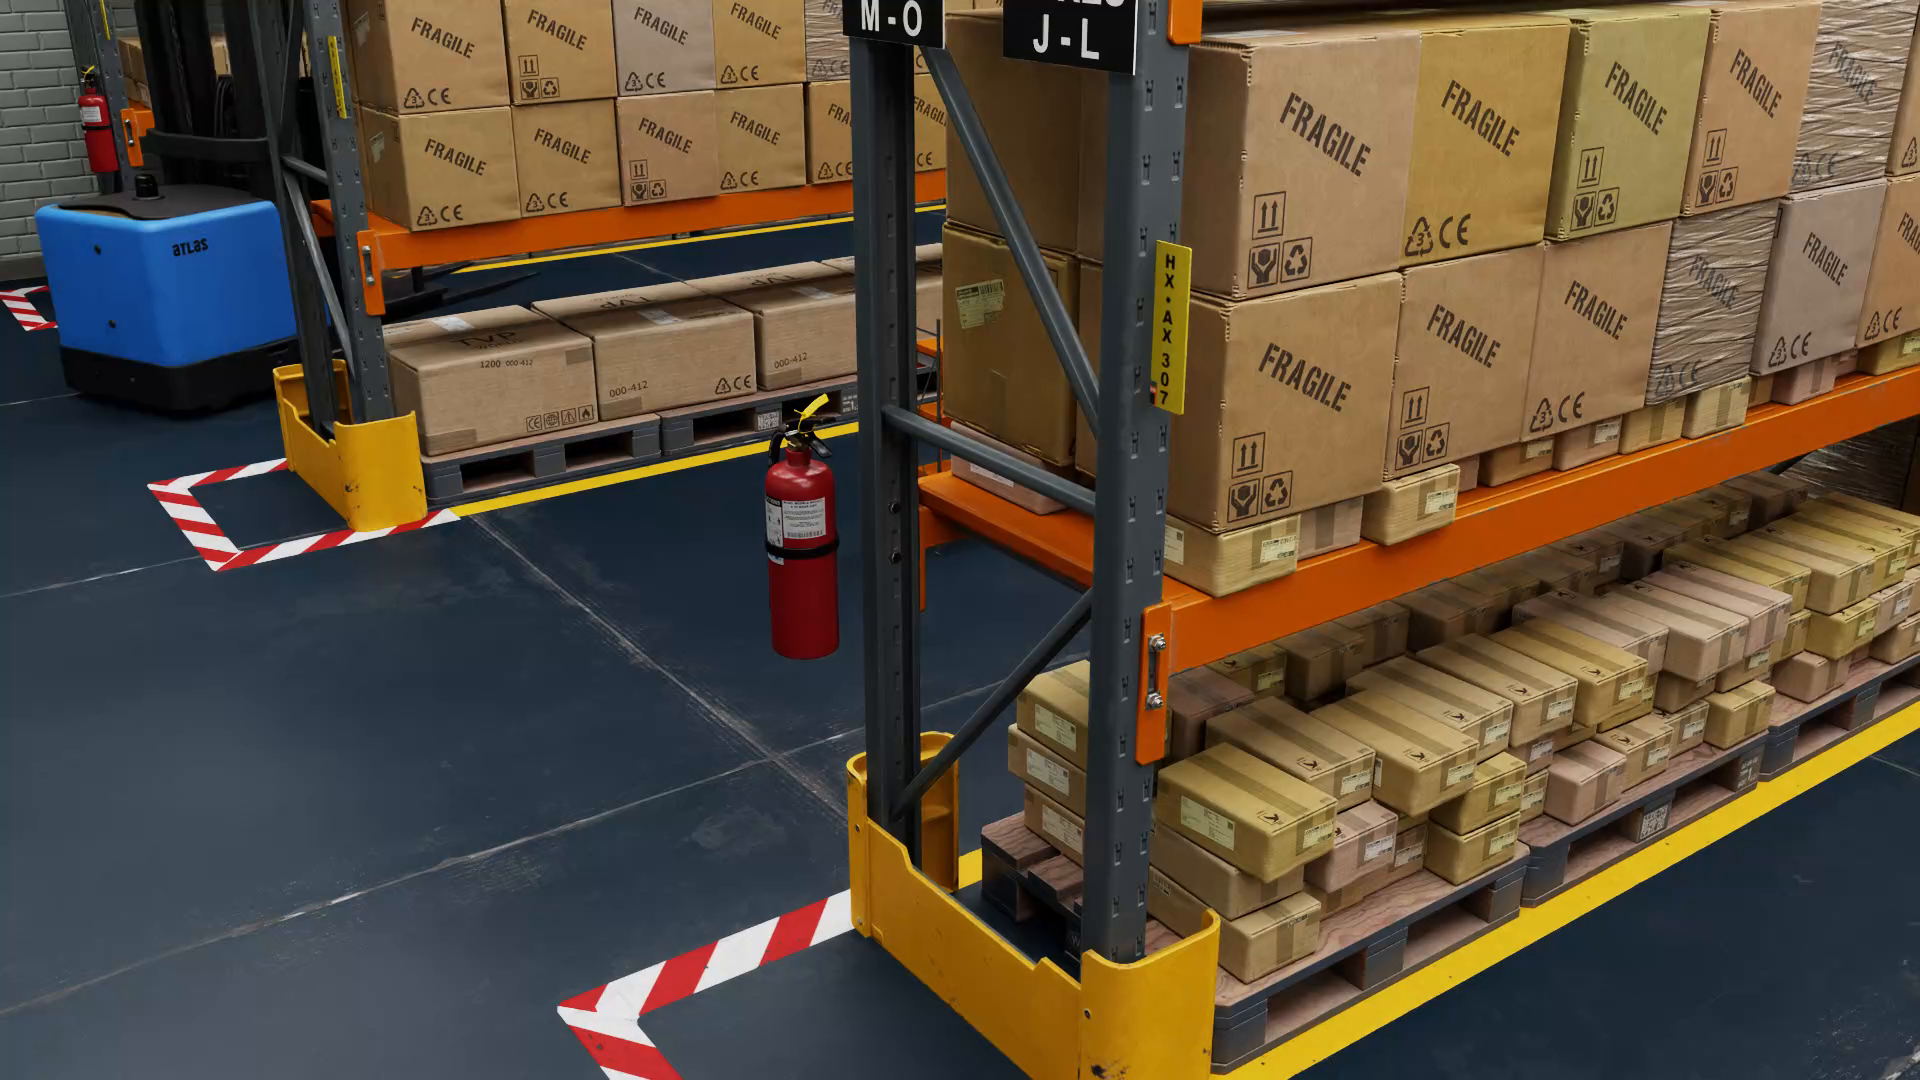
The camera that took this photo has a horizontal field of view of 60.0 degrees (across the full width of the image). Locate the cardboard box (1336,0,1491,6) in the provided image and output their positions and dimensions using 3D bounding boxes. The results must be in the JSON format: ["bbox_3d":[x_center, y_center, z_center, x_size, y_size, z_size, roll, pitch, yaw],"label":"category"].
[{"bbox_3d":[1.140,-1.217,4.513,0.500,0.500,0.500,-13,25,-30],"label":"cardboard box"}]

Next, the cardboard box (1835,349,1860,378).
[{"bbox_3d":[2.591,-0.622,5.248,0.250,0.149,0.380,-16,27,-34],"label":"cardboard box"}]

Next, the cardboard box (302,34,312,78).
[{"bbox_3d":[-4.445,-3.434,11.757,0.500,0.250,0.500,-16,26,-34],"label":"cardboard box"}]

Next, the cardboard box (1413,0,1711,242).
[{"bbox_3d":[1.446,-1.052,4.101,0.500,0.500,0.500,-16,27,-34],"label":"cardboard box"}]

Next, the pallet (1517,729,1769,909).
[{"bbox_3d":[1.817,0.682,5.403,1.213,0.211,1.003,-15,26,-33],"label":"pallet"}]

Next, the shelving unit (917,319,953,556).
[{"bbox_3d":[-0.043,-0.476,7.173,0.252,1.050,0.215,-15,26,-33],"label":"shelving unit"}]

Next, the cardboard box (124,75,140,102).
[{"bbox_3d":[-5.677,-3.165,11.619,0.250,0.149,0.380,-15,26,-33],"label":"cardboard box"}]

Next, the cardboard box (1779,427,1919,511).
[{"bbox_3d":[3.786,-0.305,6.919,0.500,0.500,0.500,-16,26,-34],"label":"cardboard box"}]

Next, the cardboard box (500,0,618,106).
[{"bbox_3d":[-1.916,-2.279,7.577,0.500,0.500,0.500,-16,27,-34],"label":"cardboard box"}]

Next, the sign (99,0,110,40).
[{"bbox_3d":[-5.472,-3.368,10.621,0.005,0.325,0.100,-15,26,-33],"label":"sign"}]

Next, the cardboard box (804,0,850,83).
[{"bbox_3d":[-0.687,-2.607,8.400,0.500,0.500,0.500,-15,26,-32],"label":"cardboard box"}]

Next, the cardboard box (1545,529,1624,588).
[{"bbox_3d":[2.044,0.035,5.738,0.250,0.149,0.380,-14,26,-32],"label":"cardboard box"}]

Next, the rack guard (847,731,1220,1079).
[{"bbox_3d":[0.147,0.975,4.277,0.348,0.500,1.175,-15,26,-33],"label":"rack guard"}]

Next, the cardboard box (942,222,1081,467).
[{"bbox_3d":[0.300,-0.528,4.137,0.500,0.500,0.500,-14,26,-32],"label":"cardboard box"}]

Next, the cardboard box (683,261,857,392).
[{"bbox_3d":[-0.939,-1.210,9.271,0.875,0.438,0.875,-16,27,-34],"label":"cardboard box"}]

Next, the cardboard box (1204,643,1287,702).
[{"bbox_3d":[0.741,0.361,4.921,0.250,0.149,0.380,-16,27,-34],"label":"cardboard box"}]

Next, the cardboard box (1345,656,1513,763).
[{"bbox_3d":[1.295,0.482,4.618,0.250,0.149,0.380,-16,27,-35],"label":"cardboard box"}]

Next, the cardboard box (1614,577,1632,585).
[{"bbox_3d":[2.301,0.141,5.874,0.250,0.149,0.380,-17,27,-35],"label":"cardboard box"}]

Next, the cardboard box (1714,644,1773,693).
[{"bbox_3d":[2.386,0.331,5.398,0.250,0.149,0.380,-14,26,-32],"label":"cardboard box"}]

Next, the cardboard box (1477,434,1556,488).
[{"bbox_3d":[1.337,-0.282,4.395,0.250,0.149,0.380,-15,26,-33],"label":"cardboard box"}]

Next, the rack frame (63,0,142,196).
[{"bbox_3d":[-5.789,-3.129,11.190,0.127,3.000,1.000,-15,26,-33],"label":"rack frame"}]

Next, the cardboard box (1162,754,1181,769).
[{"bbox_3d":[0.591,0.581,4.771,0.250,0.149,0.380,-16,27,-34],"label":"cardboard box"}]

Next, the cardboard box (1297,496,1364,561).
[{"bbox_3d":[0.722,-0.091,3.917,0.250,0.149,0.380,-14,26,-31],"label":"cardboard box"}]

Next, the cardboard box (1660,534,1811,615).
[{"bbox_3d":[2.557,0.129,5.503,0.250,0.149,0.380,-14,26,-31],"label":"cardboard box"}]

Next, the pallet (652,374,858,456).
[{"bbox_3d":[-1.295,-0.800,9.118,1.213,0.211,1.003,-15,26,-33],"label":"pallet"}]

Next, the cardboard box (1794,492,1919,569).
[{"bbox_3d":[3.196,-0.027,5.894,0.250,0.149,0.380,-14,26,-31],"label":"cardboard box"}]

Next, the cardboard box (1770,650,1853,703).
[{"bbox_3d":[2.777,0.389,5.654,0.250,0.149,0.380,-16,27,-35],"label":"cardboard box"}]

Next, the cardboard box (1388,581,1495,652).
[{"bbox_3d":[1.452,0.226,5.260,0.250,0.149,0.380,-16,27,-35],"label":"cardboard box"}]

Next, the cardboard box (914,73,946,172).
[{"bbox_3d":[-0.282,-2.258,8.874,0.500,0.500,0.500,-16,27,-34],"label":"cardboard box"}]

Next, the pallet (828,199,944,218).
[{"bbox_3d":[-0.913,-3.153,15.012,1.213,0.211,1.003,-15,26,-33],"label":"pallet"}]

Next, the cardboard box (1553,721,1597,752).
[{"bbox_3d":[1.690,0.484,5.016,0.250,0.149,0.380,-13,25,-30],"label":"cardboard box"}]

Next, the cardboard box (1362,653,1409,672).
[{"bbox_3d":[1.181,0.393,5.244,0.250,0.149,0.380,-14,26,-32],"label":"cardboard box"}]

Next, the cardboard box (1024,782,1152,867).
[{"bbox_3d":[0.391,0.783,4.666,0.250,0.149,0.380,-14,26,-32],"label":"cardboard box"}]

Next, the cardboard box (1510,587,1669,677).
[{"bbox_3d":[1.914,0.298,5.079,0.250,0.149,0.380,-15,26,-33],"label":"cardboard box"}]

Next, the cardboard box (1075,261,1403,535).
[{"bbox_3d":[0.611,-0.368,3.734,0.500,0.500,0.500,-14,25,-30],"label":"cardboard box"}]

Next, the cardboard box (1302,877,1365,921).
[{"bbox_3d":[0.862,0.862,4.470,0.250,0.149,0.380,-15,26,-33],"label":"cardboard box"}]

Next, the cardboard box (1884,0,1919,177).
[{"bbox_3d":[2.692,-1.387,4.940,0.500,0.500,0.500,-16,27,-34],"label":"cardboard box"}]

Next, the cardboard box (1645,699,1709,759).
[{"bbox_3d":[2.122,0.542,5.271,0.250,0.149,0.380,-14,26,-32],"label":"cardboard box"}]

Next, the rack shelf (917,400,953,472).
[{"bbox_3d":[-0.043,-0.466,7.177,0.240,0.259,0.215,-15,26,-33],"label":"rack shelf"}]

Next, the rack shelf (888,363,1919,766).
[{"bbox_3d":[1.709,-0.268,4.991,4.000,0.370,1.077,-15,26,-33],"label":"rack shelf"}]

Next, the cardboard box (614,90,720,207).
[{"bbox_3d":[-1.512,-1.923,8.033,0.500,0.500,0.500,-15,26,-33],"label":"cardboard box"}]

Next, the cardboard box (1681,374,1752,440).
[{"bbox_3d":[2.010,-0.426,4.755,0.250,0.149,0.380,-14,26,-32],"label":"cardboard box"}]

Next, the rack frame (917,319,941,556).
[{"bbox_3d":[-0.142,-0.450,7.107,0.008,1.050,0.200,-15,26,-33],"label":"rack frame"}]

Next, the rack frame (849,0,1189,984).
[{"bbox_3d":[0.085,-0.169,3.773,0.127,3.000,1.000,-15,26,-33],"label":"rack frame"}]

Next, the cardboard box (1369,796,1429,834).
[{"bbox_3d":[1.063,0.664,4.564,0.250,0.149,0.380,-15,26,-32],"label":"cardboard box"}]

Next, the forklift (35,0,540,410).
[{"bbox_3d":[-3.899,-2.563,9.866,1.130,2.935,3.031,12,24,27],"label":"forklift"}]

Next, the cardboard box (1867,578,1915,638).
[{"bbox_3d":[3.050,0.182,5.771,0.250,0.149,0.380,-16,27,-35],"label":"cardboard box"}]

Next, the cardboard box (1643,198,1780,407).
[{"bbox_3d":[1.846,-0.706,4.581,0.500,0.500,0.500,-16,27,-34],"label":"cardboard box"}]

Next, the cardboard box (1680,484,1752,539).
[{"bbox_3d":[2.674,-0.128,6.148,0.250,0.149,0.380,-13,25,-30],"label":"cardboard box"}]

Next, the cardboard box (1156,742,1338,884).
[{"bbox_3d":[0.709,0.672,4.141,0.250,0.149,0.380,-16,27,-35],"label":"cardboard box"}]

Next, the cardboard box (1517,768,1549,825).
[{"bbox_3d":[1.483,0.700,4.876,0.250,0.149,0.380,-15,26,-33],"label":"cardboard box"}]

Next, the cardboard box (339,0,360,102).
[{"bbox_3d":[-2.635,-2.323,7.687,0.500,0.500,0.500,-14,26,-31],"label":"cardboard box"}]

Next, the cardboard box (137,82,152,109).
[{"bbox_3d":[-5.362,-3.001,11.208,0.250,0.149,0.380,-15,26,-33],"label":"cardboard box"}]

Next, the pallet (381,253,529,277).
[{"bbox_3d":[-4.092,-2.286,12.839,1.213,0.211,1.003,-15,26,-33],"label":"pallet"}]

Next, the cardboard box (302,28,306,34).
[{"bbox_3d":[-4.747,-3.594,12.156,0.500,0.250,0.500,-14,26,-31],"label":"cardboard box"}]
